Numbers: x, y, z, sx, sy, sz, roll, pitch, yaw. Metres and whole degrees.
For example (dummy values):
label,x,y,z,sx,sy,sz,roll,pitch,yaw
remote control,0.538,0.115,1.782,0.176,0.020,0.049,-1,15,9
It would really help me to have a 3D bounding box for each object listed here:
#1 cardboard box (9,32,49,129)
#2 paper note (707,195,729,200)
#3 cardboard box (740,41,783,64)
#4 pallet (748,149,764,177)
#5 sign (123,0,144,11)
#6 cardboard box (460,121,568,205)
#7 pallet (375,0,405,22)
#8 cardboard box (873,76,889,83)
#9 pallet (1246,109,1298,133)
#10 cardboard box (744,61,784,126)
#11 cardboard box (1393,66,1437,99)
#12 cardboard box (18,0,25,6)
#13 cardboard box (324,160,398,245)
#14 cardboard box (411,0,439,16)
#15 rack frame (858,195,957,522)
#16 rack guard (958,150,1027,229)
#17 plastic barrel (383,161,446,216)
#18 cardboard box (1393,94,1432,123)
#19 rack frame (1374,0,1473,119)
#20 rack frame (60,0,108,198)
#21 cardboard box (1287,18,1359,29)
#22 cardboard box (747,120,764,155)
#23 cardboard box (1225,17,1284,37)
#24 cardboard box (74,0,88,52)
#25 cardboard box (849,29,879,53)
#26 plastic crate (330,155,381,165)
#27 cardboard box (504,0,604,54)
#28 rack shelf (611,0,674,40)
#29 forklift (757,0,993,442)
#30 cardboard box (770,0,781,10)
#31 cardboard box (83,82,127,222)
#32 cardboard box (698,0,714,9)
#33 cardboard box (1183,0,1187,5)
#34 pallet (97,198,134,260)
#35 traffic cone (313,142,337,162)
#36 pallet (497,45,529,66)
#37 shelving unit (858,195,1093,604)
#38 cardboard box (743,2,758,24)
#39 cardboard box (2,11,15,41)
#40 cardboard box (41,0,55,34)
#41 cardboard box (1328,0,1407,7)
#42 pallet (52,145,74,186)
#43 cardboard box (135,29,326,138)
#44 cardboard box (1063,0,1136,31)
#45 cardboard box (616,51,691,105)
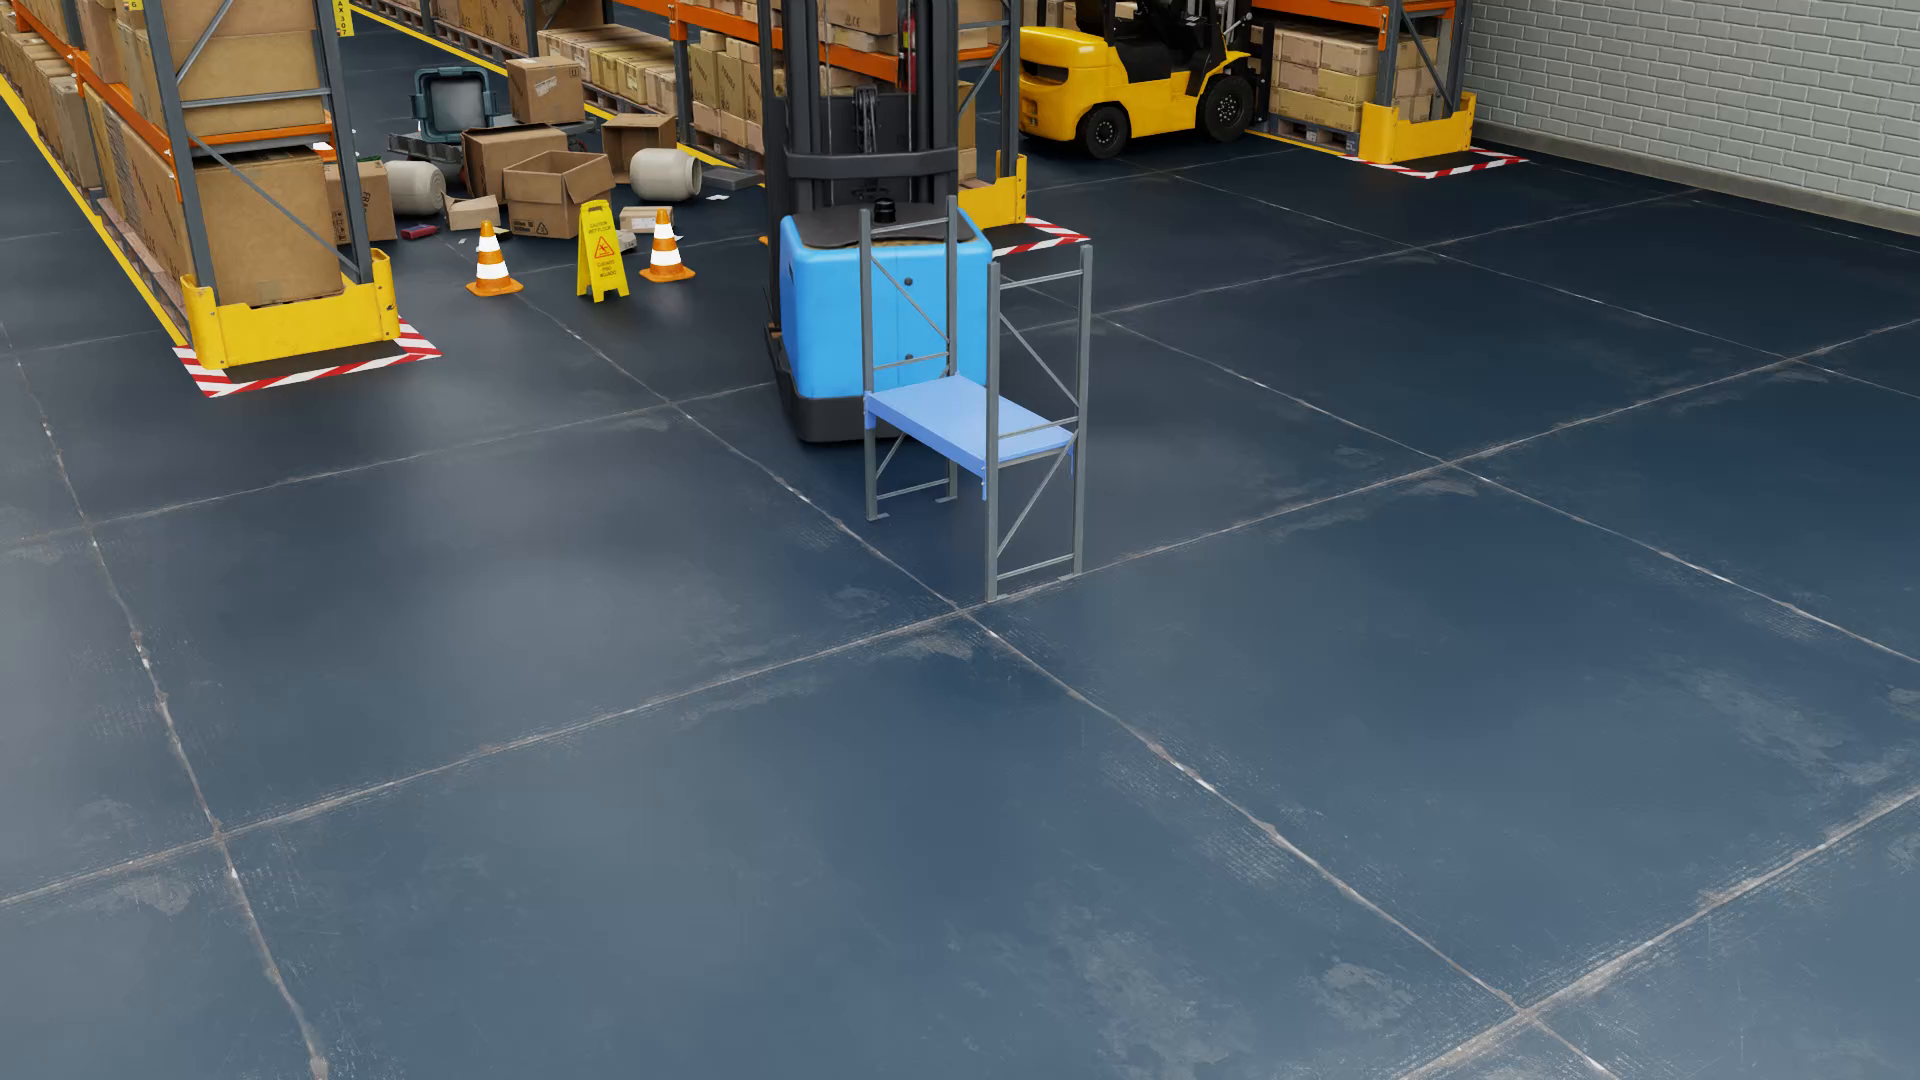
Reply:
label,x,y,z,sx,sy,sz,roll,pitch,yaw
cardboard box,-8.203,-4.359,15.614,1.050,0.750,0.750,-16,30,-30
paper note,-1.994,-2.830,13.709,0.148,0.019,0.142,18,31,33
cardboard box,-1.639,-4.152,14.122,0.380,0.149,0.250,-14,29,-27
pallet,-1.118,-3.255,14.397,1.003,0.211,1.213,-16,29,-30
sign,-4.555,-3.073,9.113,0.100,0.325,0.005,-16,29,-30
cardboard box,-3.598,-3.057,13.477,0.797,0.637,0.503,-16,29,-30
pallet,-7.571,-7.512,23.415,1.003,0.211,1.213,-16,29,-30
cardboard box,-0.512,-3.587,13.685,0.500,0.500,0.500,-17,30,-31
pallet,3.042,-4.351,16.718,1.003,0.211,1.213,-16,29,-30
cardboard box,-1.505,-3.822,14.182,0.500,0.500,0.500,-14,29,-27
cardboard box,4.074,-4.301,15.490,0.500,0.250,0.500,-15,29,-29
cardboard box,-8.161,-5.066,14.850,0.500,0.500,0.500,-16,30,-30
cardboard box,-4.569,-2.549,12.562,0.500,0.500,0.500,-10,27,-21
cardboard box,-6.804,-7.327,22.266,0.875,0.438,0.875,-16,30,-30
rack frame,-0.231,-0.830,7.750,0.500,1.500,0.032,-16,29,-30
rack guard,-0.042,-2.651,12.779,1.175,0.500,0.348,-16,29,-30
plastic barrel,-4.372,-2.781,13.146,0.512,0.421,0.421,3,25,6
cardboard box,4.052,-4.080,15.607,0.500,0.250,0.500,-15,29,-29
rack frame,4.156,-4.912,14.641,1.000,3.000,0.127,-16,29,-30
rack frame,-6.276,-3.995,12.698,1.000,3.000,0.127,-16,29,-30
cardboard box,3.513,-4.886,16.143,0.500,0.250,0.500,-16,30,-30
cardboard box,-1.496,-3.480,14.336,0.500,0.250,0.500,-16,30,-30
cardboard box,2.806,-4.945,16.269,0.500,0.250,0.500,-16,30,-31
cardboard box,-6.065,-3.933,12.393,0.875,0.550,0.550,-16,29,-30
cardboard box,-0.615,-3.789,12.556,0.380,0.149,0.250,-16,30,-30
plastic crate,-5.084,-2.992,13.801,0.450,0.188,0.662,-10,25,2
cardboard box,-4.675,-6.111,19.177,0.875,0.875,0.875,-16,30,-30
rack shelf,-3.276,-5.574,16.887,1.077,0.370,4.000,-16,29,-30
forklift,-0.598,-2.437,9.480,1.130,2.935,3.031,-5,26,-10
cardboard box,-1.328,-4.609,13.534,0.500,0.500,0.500,-15,29,-29
cardboard box,-5.992,-2.983,12.551,0.875,0.875,0.875,-15,29,-29
cardboard box,-2.100,-4.805,14.709,0.380,0.149,0.250,-15,29,-28
cardboard box,2.403,-5.610,17.678,0.500,0.250,0.500,-15,29,-29
pallet,-5.927,-2.444,12.679,1.003,0.211,1.213,-16,29,-30
traffic cone,-5.743,-3.679,15.001,0.336,0.463,0.334,-16,29,-30
pallet,-4.735,-5.654,19.479,1.003,0.211,1.213,-16,29,-30
shelving unit,0.047,-0.648,7.365,0.538,1.500,1.048,-16,29,-30
cardboard box,-1.590,-4.424,13.901,0.380,0.149,0.250,-15,29,-29
cardboard box,-9.338,-5.186,16.779,0.500,0.250,0.500,-15,29,-29
cardboard box,-7.061,-4.345,13.323,0.500,0.500,0.500,-16,30,-30
cardboard box,3.668,-5.072,14.863,0.500,0.500,0.500,-16,30,-31
pallet,-7.431,-3.429,14.766,1.003,0.211,1.213,-16,29,-30
cardboard box,-4.333,-2.754,9.894,0.875,0.550,0.550,-16,29,-30
cardboard box,1.678,-5.643,18.479,0.875,0.625,0.625,-14,29,-27
cardboard box,-2.868,-4.629,16.629,0.950,0.372,0.625,-14,28,-26
